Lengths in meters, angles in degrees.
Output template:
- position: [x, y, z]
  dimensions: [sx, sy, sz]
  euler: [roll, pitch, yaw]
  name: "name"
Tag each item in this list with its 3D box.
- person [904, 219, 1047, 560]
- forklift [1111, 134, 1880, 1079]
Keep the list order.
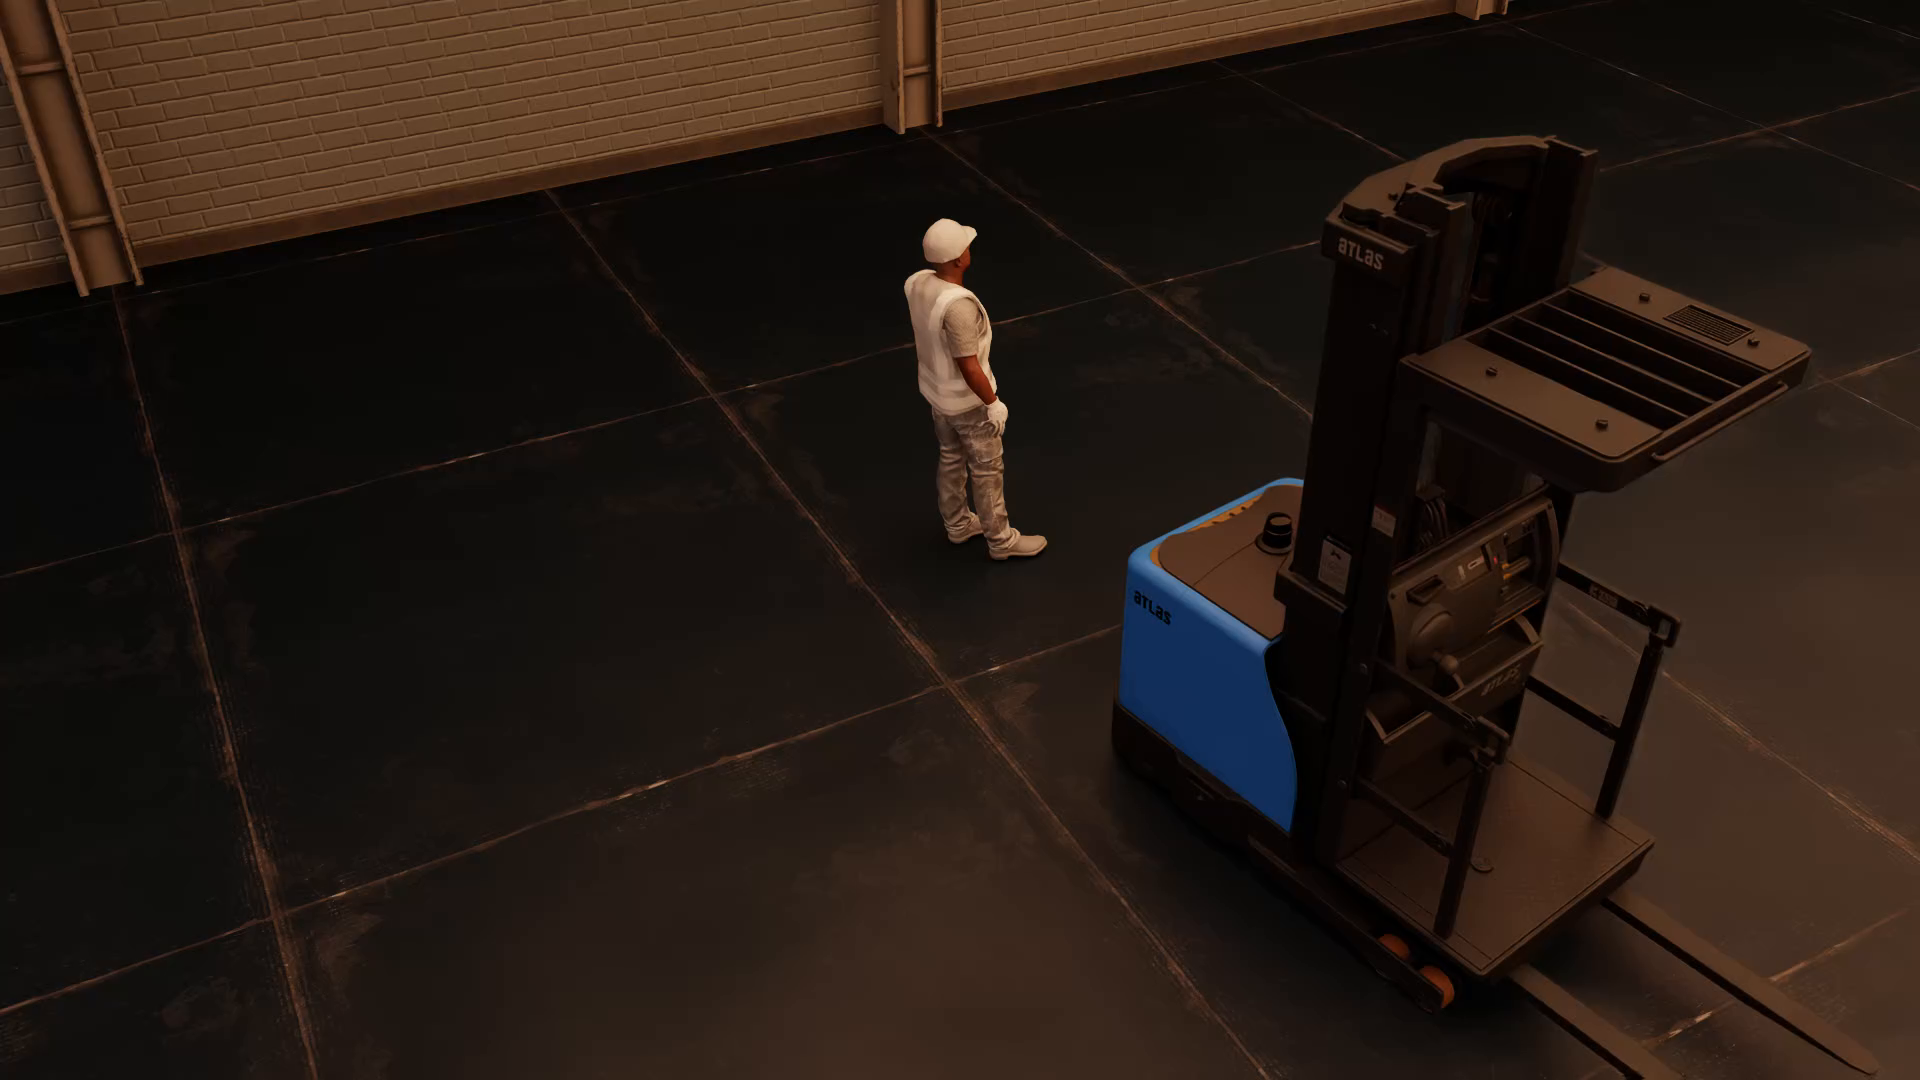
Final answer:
- position: [0.068, -0.750, 8.165]
  dimensions: [0.575, 1.785, 0.657]
  euler: [-17, 39, -23]
  name: "person"
- position: [1.969, 0.227, 5.803]
  dimensions: [1.130, 2.935, 3.031]
  euler: [-24, 42, -30]
  name: "forklift"
